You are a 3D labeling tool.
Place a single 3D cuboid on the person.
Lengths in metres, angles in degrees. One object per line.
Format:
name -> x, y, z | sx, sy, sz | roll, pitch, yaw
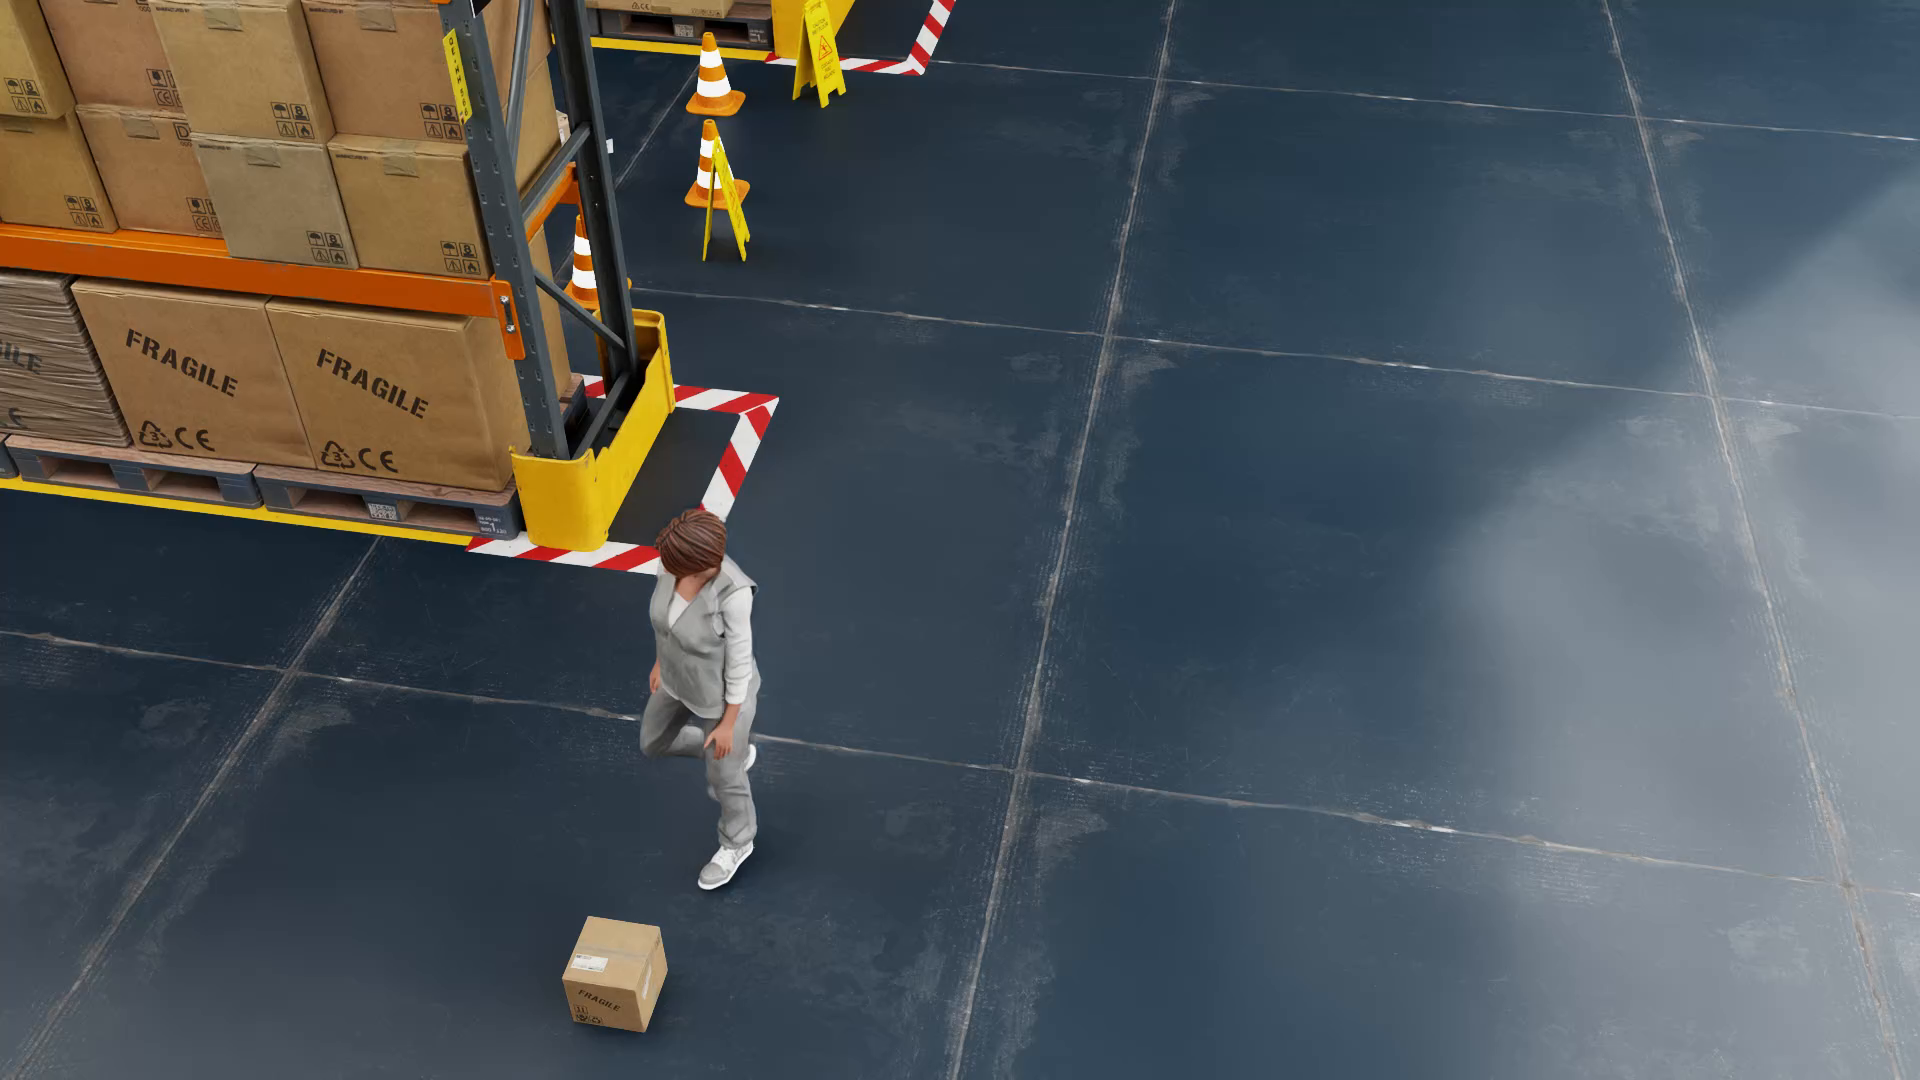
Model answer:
person -> -0.842, 0.495, 5.582 | 0.461, 1.578, 0.475 | 30, 49, 30
